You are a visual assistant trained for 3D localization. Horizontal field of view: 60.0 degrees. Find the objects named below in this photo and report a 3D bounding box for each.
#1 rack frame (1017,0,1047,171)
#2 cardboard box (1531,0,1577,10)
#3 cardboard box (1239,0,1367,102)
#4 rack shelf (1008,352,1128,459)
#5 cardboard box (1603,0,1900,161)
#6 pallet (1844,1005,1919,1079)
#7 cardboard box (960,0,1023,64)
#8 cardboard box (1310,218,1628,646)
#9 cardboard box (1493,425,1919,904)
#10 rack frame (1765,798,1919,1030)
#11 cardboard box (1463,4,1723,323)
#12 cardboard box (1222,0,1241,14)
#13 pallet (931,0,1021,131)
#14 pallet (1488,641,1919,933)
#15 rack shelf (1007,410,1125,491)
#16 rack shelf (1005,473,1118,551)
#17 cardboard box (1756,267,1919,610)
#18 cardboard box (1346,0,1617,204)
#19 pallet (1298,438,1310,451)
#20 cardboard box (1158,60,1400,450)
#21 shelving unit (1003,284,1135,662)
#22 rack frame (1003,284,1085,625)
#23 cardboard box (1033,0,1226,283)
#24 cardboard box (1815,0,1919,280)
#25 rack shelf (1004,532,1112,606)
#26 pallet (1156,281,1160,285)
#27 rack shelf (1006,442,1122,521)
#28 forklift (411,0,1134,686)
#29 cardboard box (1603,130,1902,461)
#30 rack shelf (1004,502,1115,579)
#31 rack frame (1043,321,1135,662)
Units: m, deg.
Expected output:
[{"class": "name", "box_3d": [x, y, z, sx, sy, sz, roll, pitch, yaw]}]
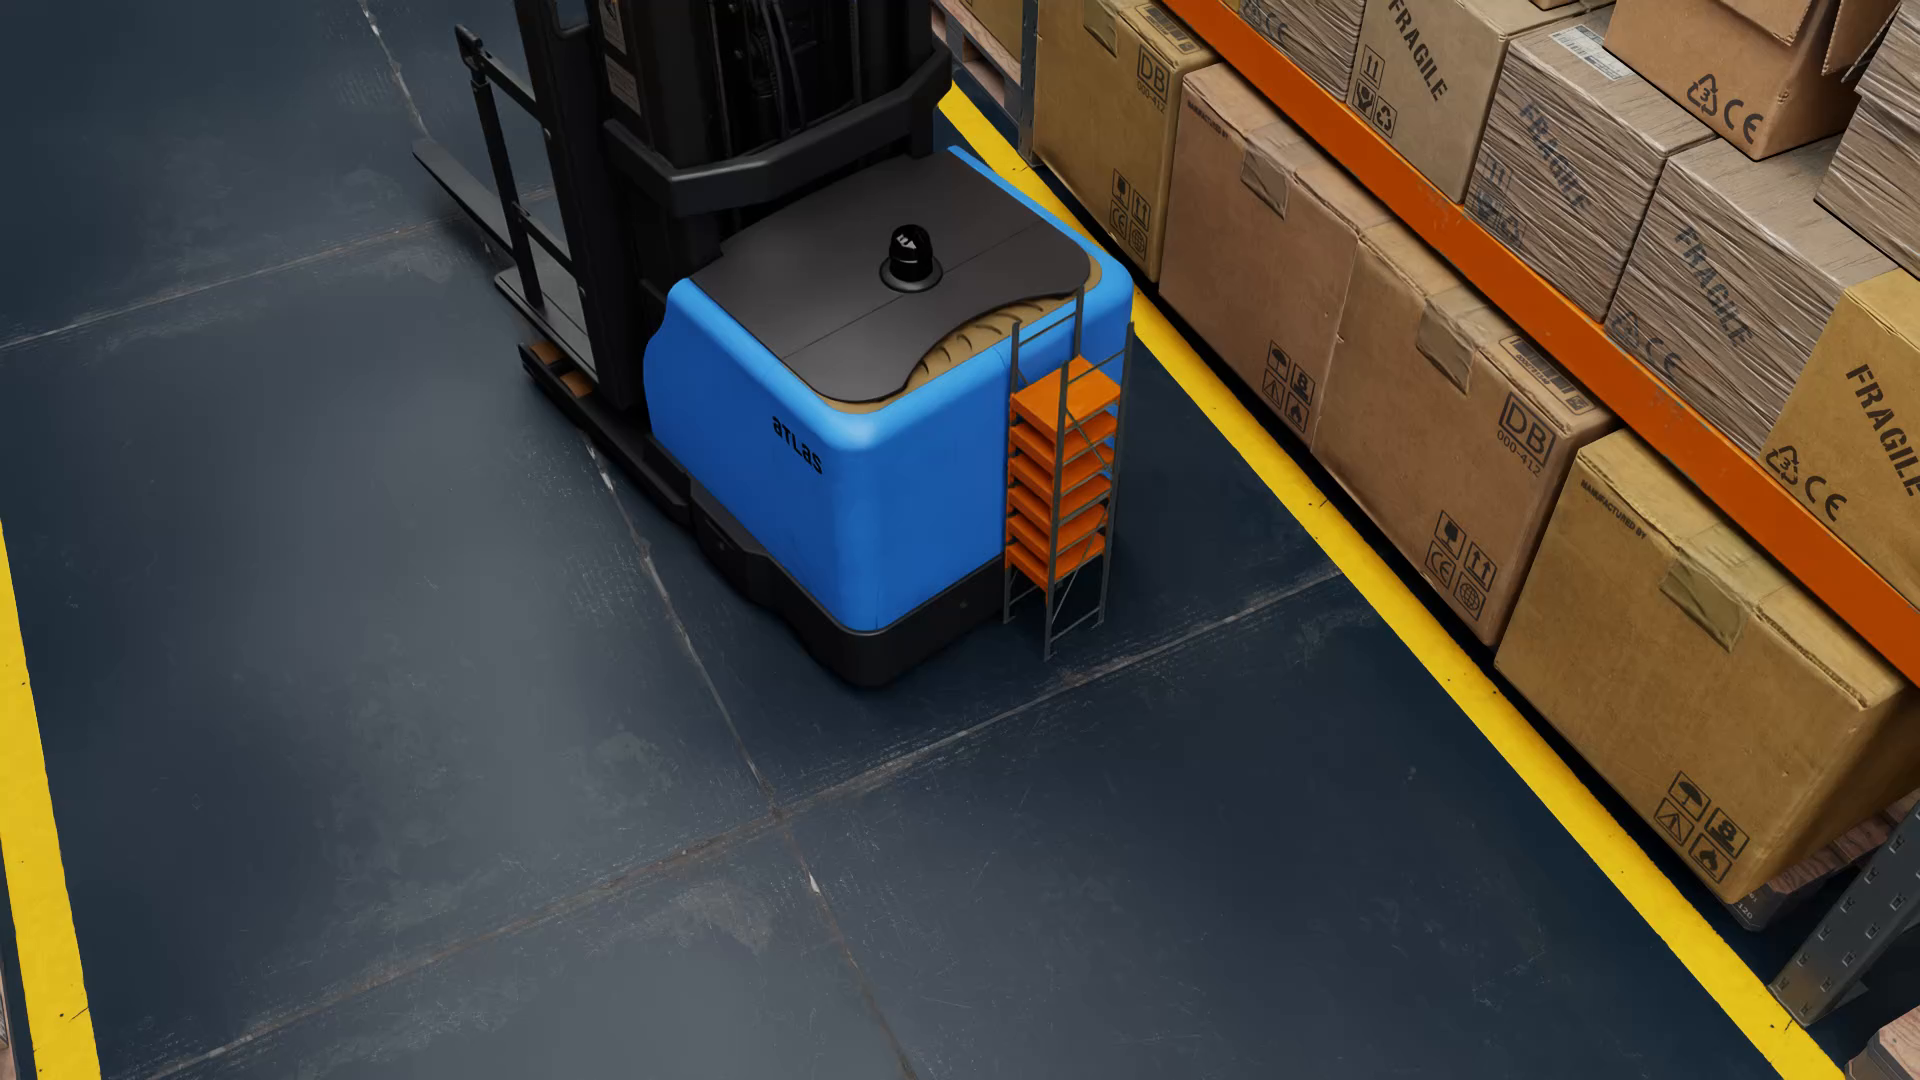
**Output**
[{"class": "rack frame", "box_3d": [0.700, -2.649, 5.574, 1.000, 3.000, 0.127, -21, 52, -18]}, {"class": "cardboard box", "box_3d": [1.602, -1.714, 4.023, 0.797, 0.503, 0.637, -20, 52, -16]}, {"class": "cardboard box", "box_3d": [1.148, -1.617, 4.605, 0.500, 0.500, 0.500, -22, 52, -18]}, {"class": "rack shelf", "box_3d": [0.282, -0.352, 4.341, 0.258, 0.103, 0.180, -32, 56, -25]}, {"class": "cardboard box", "box_3d": [1.915, -1.267, 3.633, 0.797, 0.503, 0.637, -20, 52, -17]}, {"class": "pallet", "box_3d": [2.887, 1.470, 3.824, 1.003, 0.211, 1.213, -21, 52, -18]}, {"class": "cardboard box", "box_3d": [0.469, -2.557, 6.626, 0.875, 0.875, 0.875, -21, 52, -18]}, {"class": "cardboard box", "box_3d": [1.832, -0.479, 4.809, 1.225, 0.875, 0.875, -21, 52, -17]}, {"class": "cardboard box", "box_3d": [2.233, 0.120, 4.285, 1.225, 0.875, 0.875, -23, 53, -19]}, {"class": "rack frame", "box_3d": [2.531, 0.028, 3.233, 1.000, 3.000, 0.127, -21, 52, -18]}, {"class": "cardboard box", "box_3d": [1.621, -0.932, 4.006, 0.500, 0.500, 0.500, -23, 53, -19]}, {"class": "cardboard box", "box_3d": [0.919, -1.952, 4.898, 0.500, 0.500, 0.500, -21, 52, -17]}, {"class": "pallet", "box_3d": [0.422, -2.267, 7.093, 1.003, 0.211, 1.213, -21, 52, -18]}, {"class": "pallet", "box_3d": [2.237, 0.392, 4.767, 1.003, 0.211, 1.213, -21, 52, -18]}, {"class": "rack shelf", "box_3d": [0.282, -0.273, 4.432, 0.258, 0.103, 0.180, -32, 56, -25]}, {"class": "rack shelf", "box_3d": [0.282, -0.115, 4.612, 0.258, 0.103, 0.180, -32, 56, -25]}, {"class": "cardboard box", "box_3d": [2.084, -0.250, 3.409, 0.500, 0.500, 0.500, -20, 52, -16]}, {"class": "cardboard box", "box_3d": [1.389, -1.273, 4.304, 0.500, 0.500, 0.500, -20, 52, -17]}, {"class": "pallet", "box_3d": [1.683, -0.423, 5.480, 1.003, 0.211, 1.213, -21, 52, -18]}, {"class": "cardboard box", "box_3d": [1.420, -1.069, 5.325, 1.225, 0.875, 0.875, -23, 53, -19]}, {"class": "shelving unit", "box_3d": [0.282, -0.144, 4.579, 0.258, 1.200, 0.189, -32, 56, -25]}, {"class": "rack frame", "box_3d": [0.223, -0.197, 4.625, 0.240, 1.200, 0.006, -32, 56, -25]}, {"class": "cardboard box", "box_3d": [1.011, -1.666, 5.847, 1.225, 0.875, 0.875, -21, 52, -17]}, {"class": "cardboard box", "box_3d": [2.210, -0.830, 3.250, 0.797, 0.503, 0.637, -20, 52, -16]}, {"class": "rack shelf", "box_3d": [0.282, 0.043, 4.793, 0.258, 0.103, 0.180, -32, 56, -25]}, {"class": "pallet", "box_3d": [1.120, -1.241, 6.195, 1.003, 0.211, 1.213, -21, 52, -18]}, {"class": "rack shelf", "box_3d": [0.282, -0.194, 4.522, 0.258, 0.103, 0.180, -32, 56, -25]}, {"class": "forklift", "box_3d": [-0.842, -1.591, 4.695, 1.130, 2.935, 3.031, -32, 56, -25]}, {"class": "cardboard box", "box_3d": [1.861, -0.586, 3.703, 0.500, 0.500, 0.500, -22, 52, -18]}, {"class": "rack shelf", "box_3d": [0.282, -0.036, 4.703, 0.258, 0.103, 0.180, -32, 56, -25]}, {"class": "rack frame", "box_3d": [0.340, -0.091, 4.533, 0.240, 1.200, 0.006, -32, 56, -25]}]
